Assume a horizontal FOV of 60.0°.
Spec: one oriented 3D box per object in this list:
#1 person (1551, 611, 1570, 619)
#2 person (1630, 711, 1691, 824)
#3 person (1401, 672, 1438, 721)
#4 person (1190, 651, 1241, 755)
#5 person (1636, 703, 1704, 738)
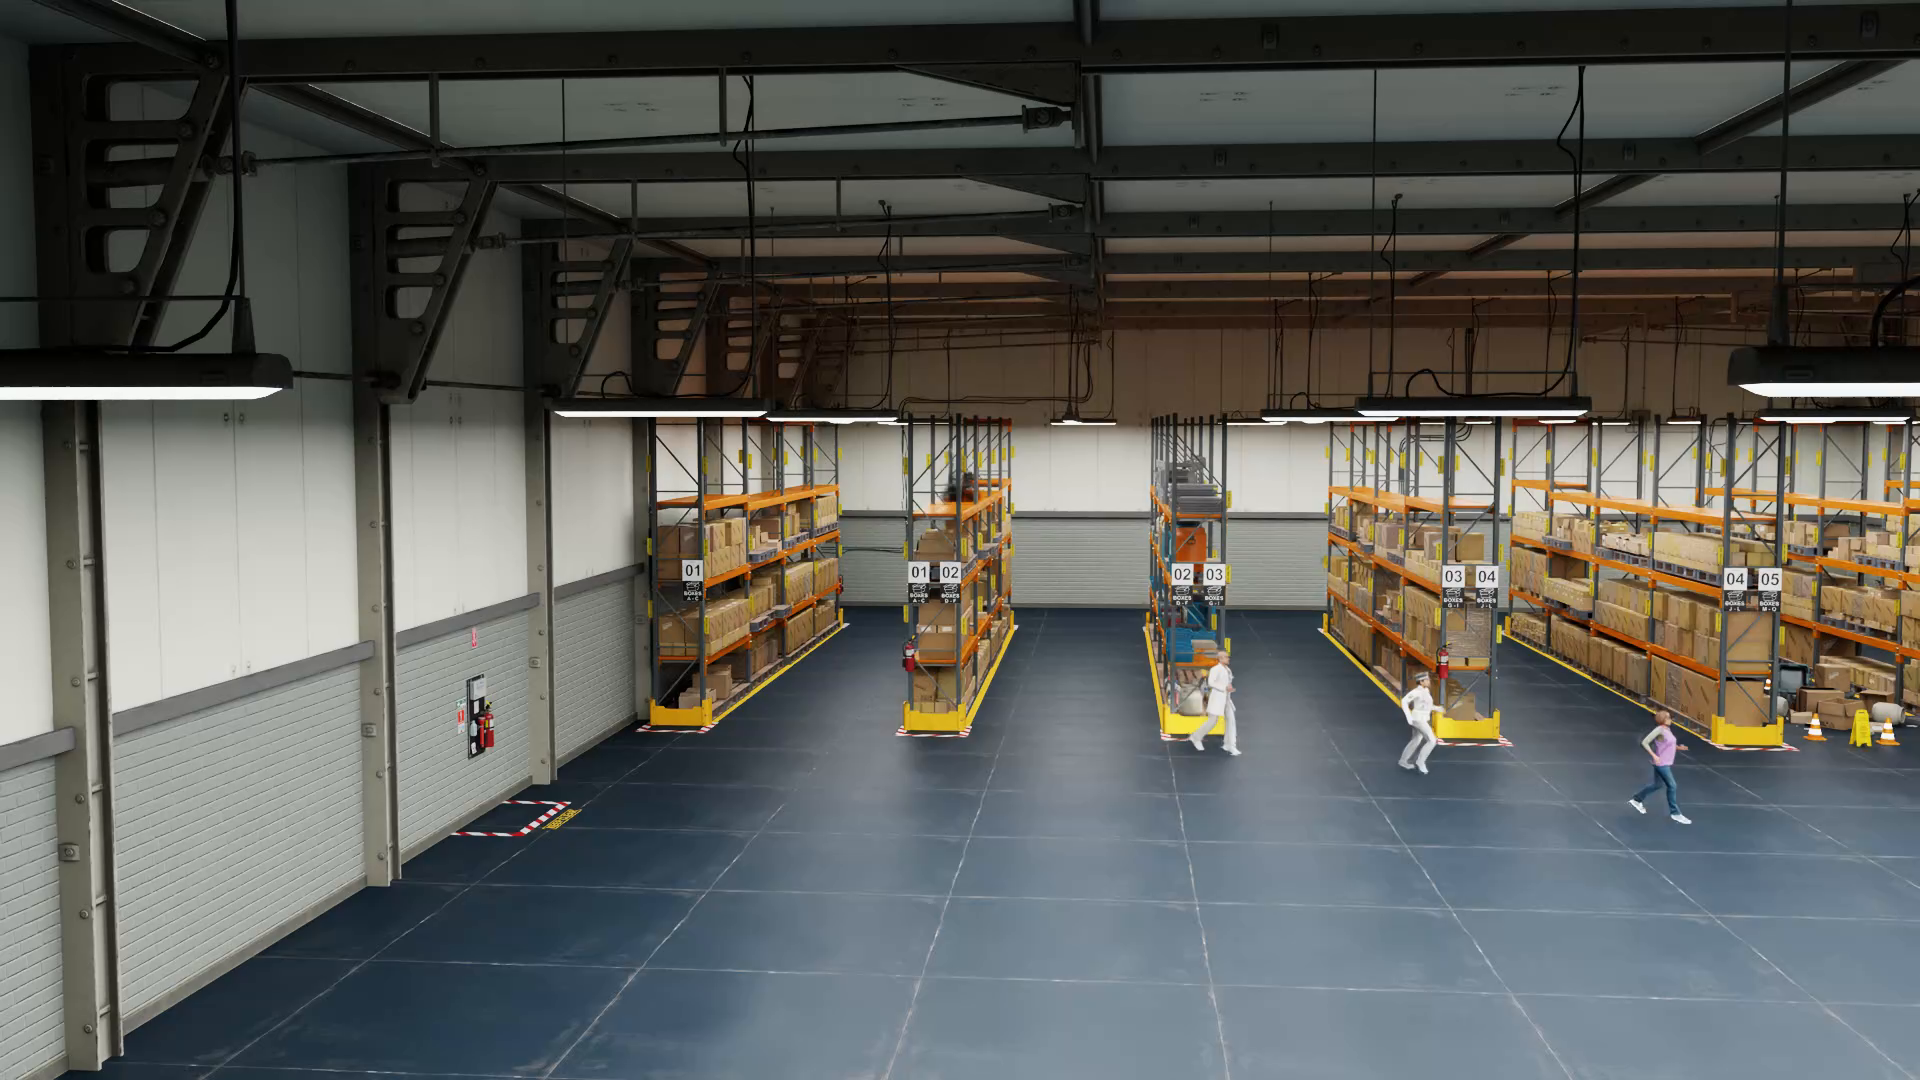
[{"bbox_3d":[16.785,1.771,46.766,0.675,1.601,0.851,-3,5,-34],"label":"person"},{"bbox_3d":[10.199,3.271,24.183,0.871,1.596,0.539,3,5,36],"label":"person"},{"bbox_3d":[7.648,2.580,27.551,0.533,0.818,0.573,2,5,32],"label":"person"},{"bbox_3d":[4.580,2.854,29.348,0.992,1.789,0.740,3,5,37],"label":"person"},{"bbox_3d":[18.042,2.385,37.663,8.748,1.625,13.985,0,4,0],"label":"person"}]
